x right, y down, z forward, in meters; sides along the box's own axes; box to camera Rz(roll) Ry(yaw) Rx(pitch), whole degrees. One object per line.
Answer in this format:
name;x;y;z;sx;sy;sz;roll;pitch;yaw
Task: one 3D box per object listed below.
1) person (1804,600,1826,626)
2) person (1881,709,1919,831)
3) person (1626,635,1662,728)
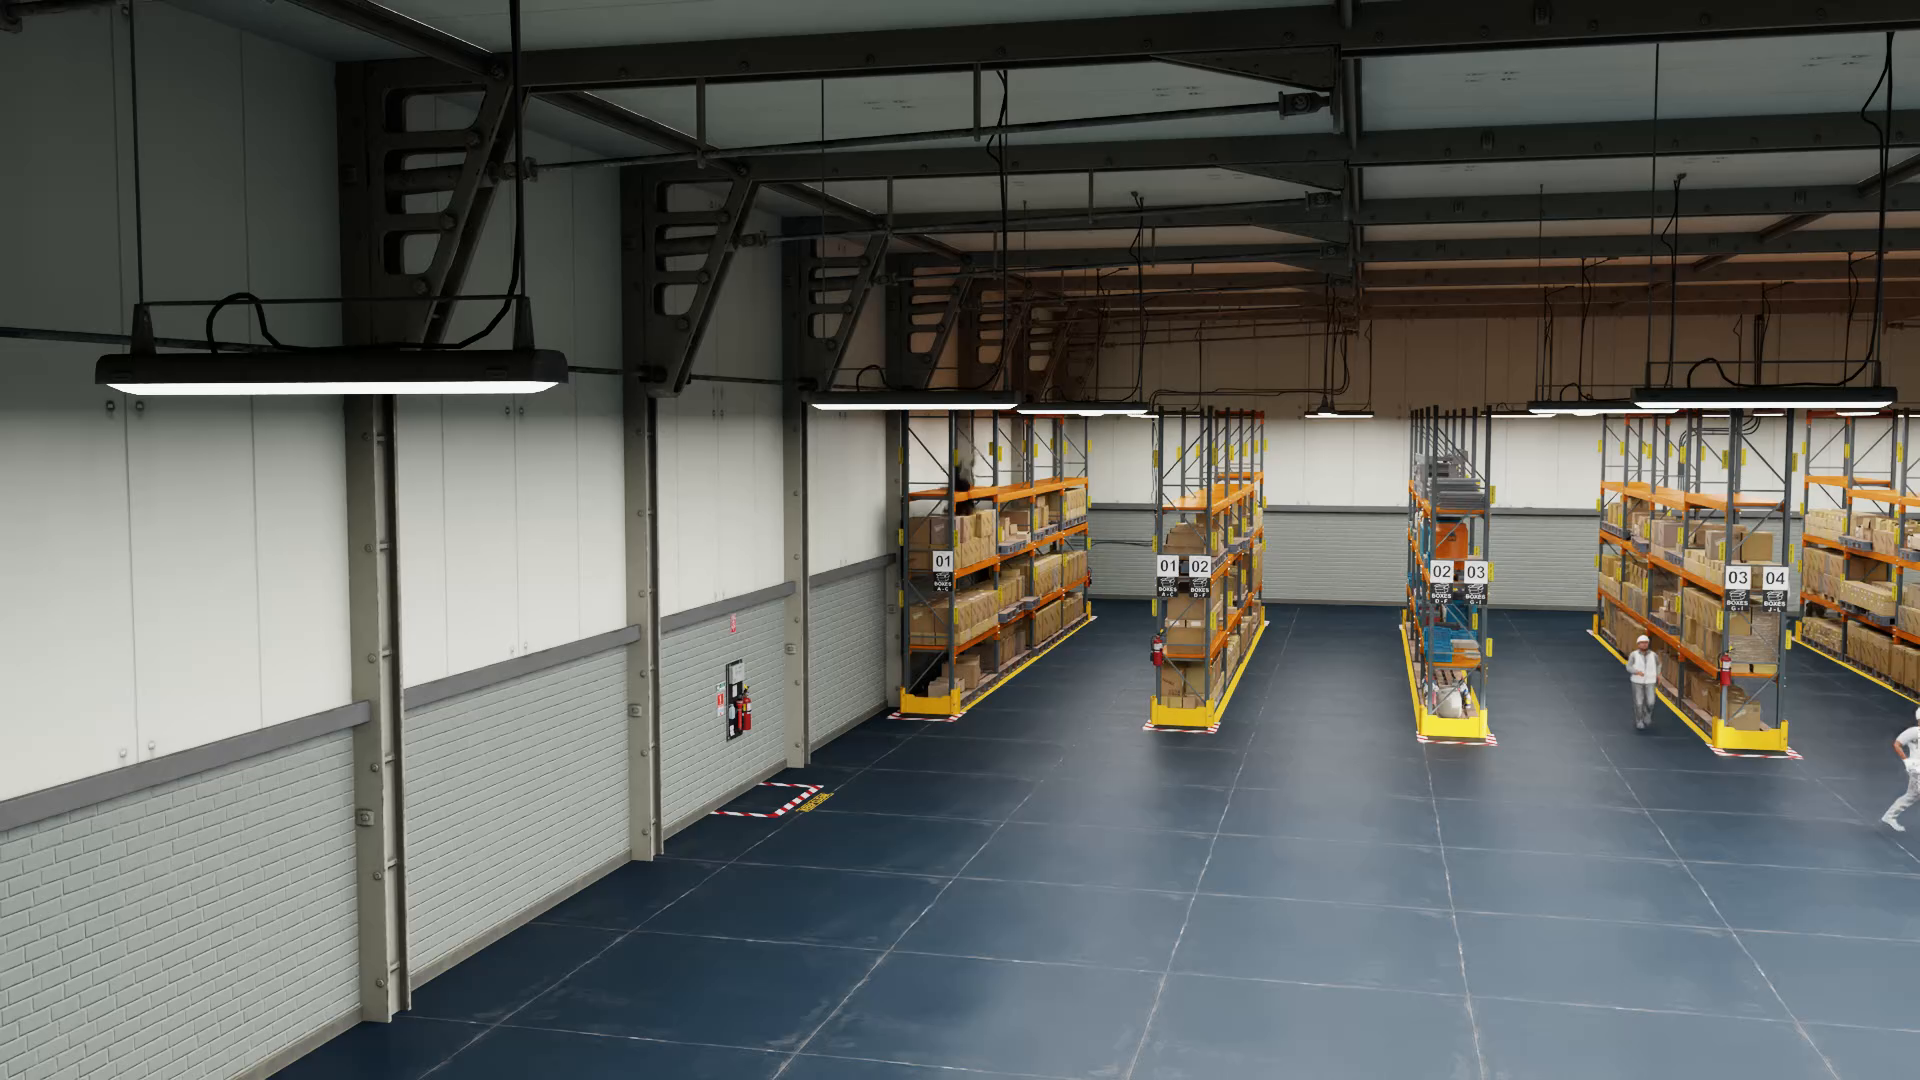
person;22.742;1.668;44.130;0.838;1.821;0.682;1;4;8
person;13.157;3.194;22.806;0.877;1.827;0.655;4;6;43
person;12.699;2.637;30.851;0.645;1.732;0.592;1;4;16
